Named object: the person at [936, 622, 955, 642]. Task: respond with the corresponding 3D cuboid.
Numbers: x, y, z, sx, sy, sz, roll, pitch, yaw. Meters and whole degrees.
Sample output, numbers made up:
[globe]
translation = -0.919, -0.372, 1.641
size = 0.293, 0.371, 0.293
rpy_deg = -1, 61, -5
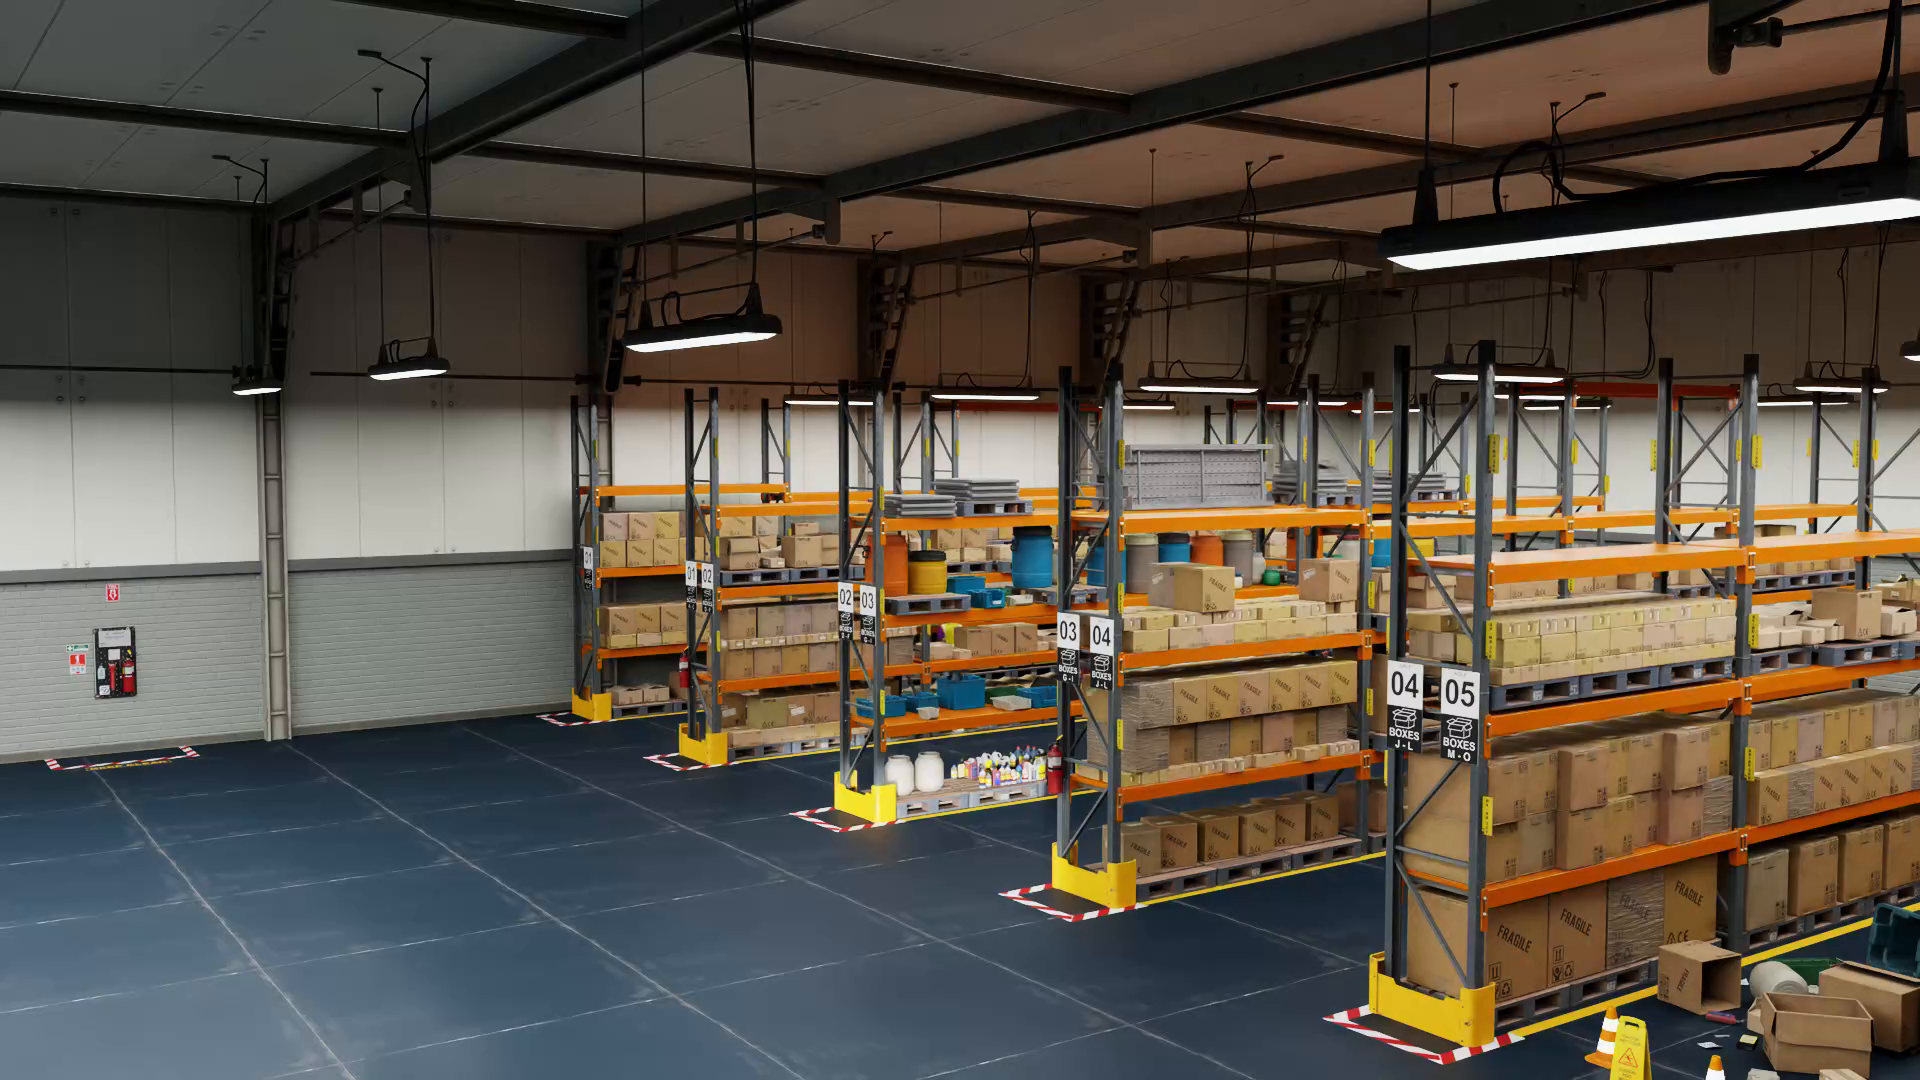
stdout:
[person]
translation = -0.158, 1.866, 32.323
size = 0.566, 1.053, 0.488
rpy_deg = 1, 4, 15
